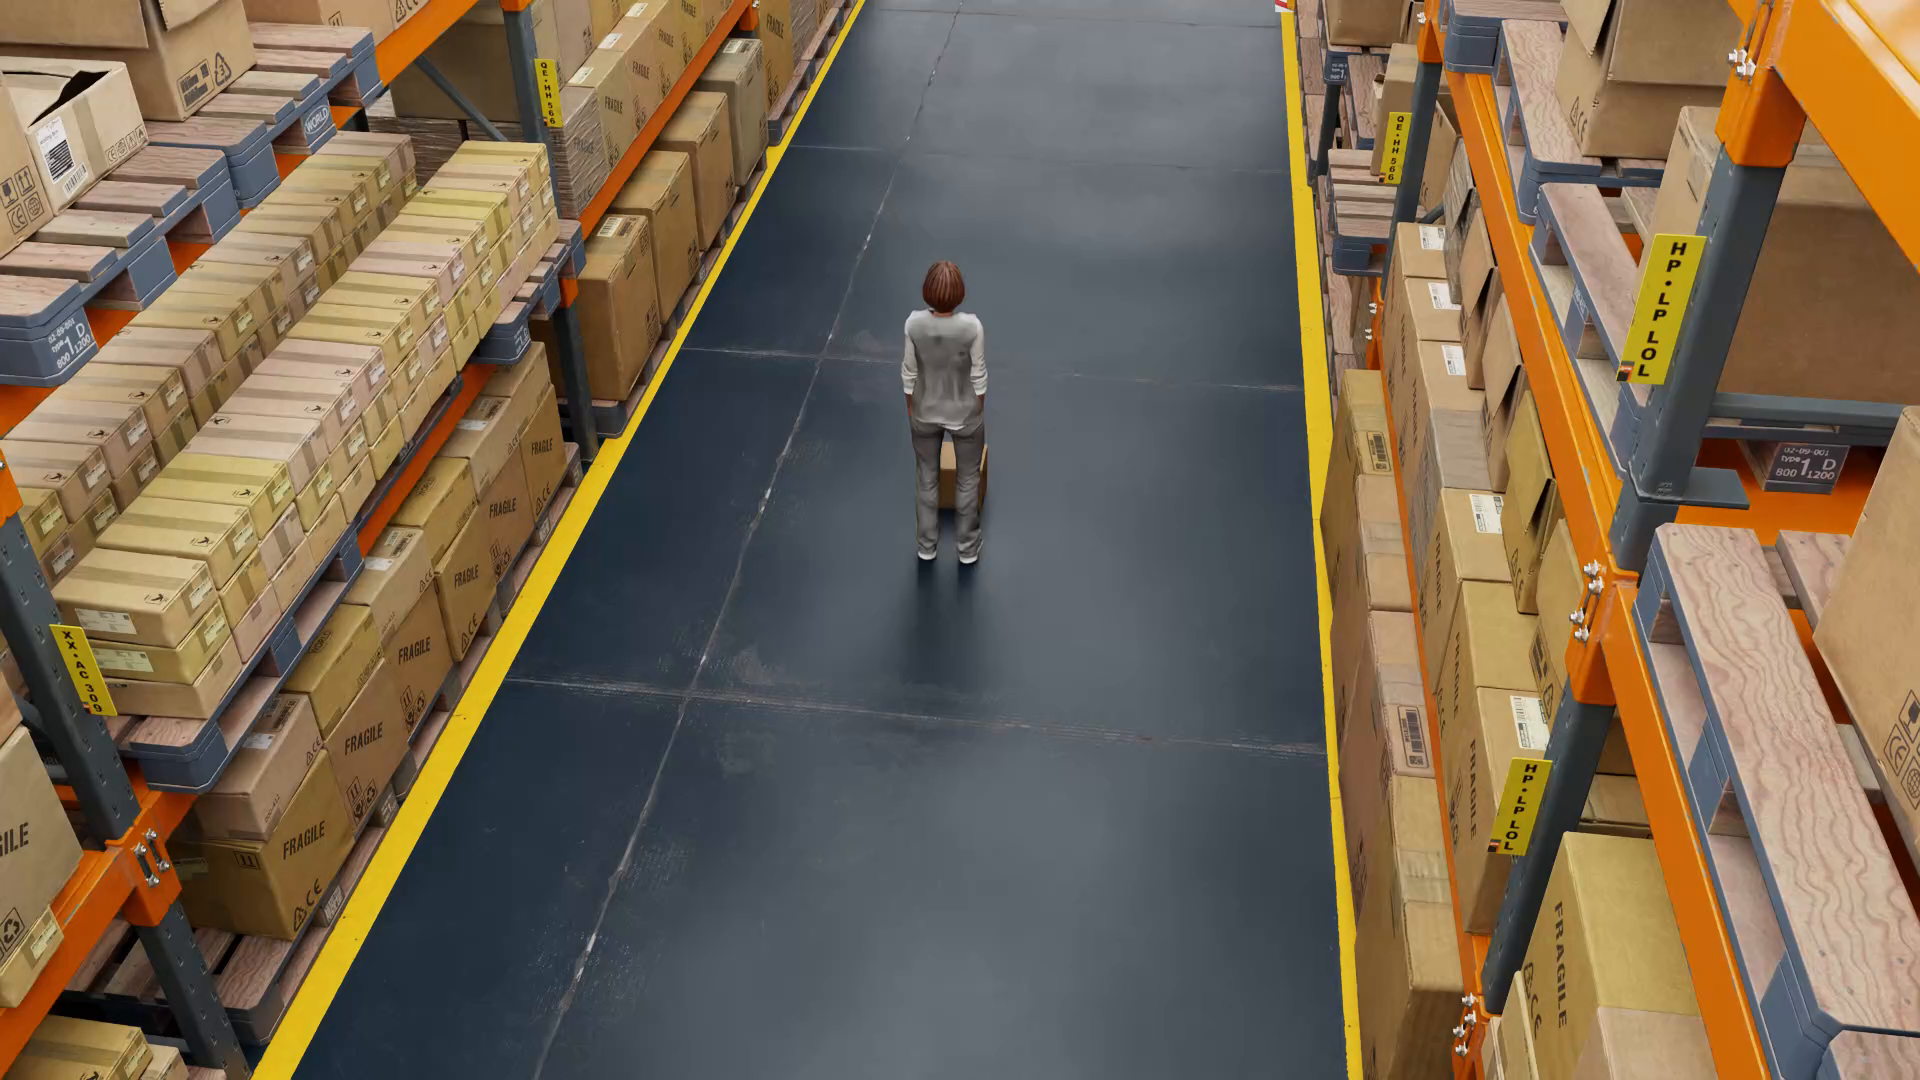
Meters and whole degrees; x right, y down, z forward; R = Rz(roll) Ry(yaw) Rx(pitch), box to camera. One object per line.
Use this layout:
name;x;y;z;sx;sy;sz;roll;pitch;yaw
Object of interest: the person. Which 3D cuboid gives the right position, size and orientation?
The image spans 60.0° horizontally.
person;-0.072;-0.595;7.847;0.387;1.597;0.300;5;37;7
